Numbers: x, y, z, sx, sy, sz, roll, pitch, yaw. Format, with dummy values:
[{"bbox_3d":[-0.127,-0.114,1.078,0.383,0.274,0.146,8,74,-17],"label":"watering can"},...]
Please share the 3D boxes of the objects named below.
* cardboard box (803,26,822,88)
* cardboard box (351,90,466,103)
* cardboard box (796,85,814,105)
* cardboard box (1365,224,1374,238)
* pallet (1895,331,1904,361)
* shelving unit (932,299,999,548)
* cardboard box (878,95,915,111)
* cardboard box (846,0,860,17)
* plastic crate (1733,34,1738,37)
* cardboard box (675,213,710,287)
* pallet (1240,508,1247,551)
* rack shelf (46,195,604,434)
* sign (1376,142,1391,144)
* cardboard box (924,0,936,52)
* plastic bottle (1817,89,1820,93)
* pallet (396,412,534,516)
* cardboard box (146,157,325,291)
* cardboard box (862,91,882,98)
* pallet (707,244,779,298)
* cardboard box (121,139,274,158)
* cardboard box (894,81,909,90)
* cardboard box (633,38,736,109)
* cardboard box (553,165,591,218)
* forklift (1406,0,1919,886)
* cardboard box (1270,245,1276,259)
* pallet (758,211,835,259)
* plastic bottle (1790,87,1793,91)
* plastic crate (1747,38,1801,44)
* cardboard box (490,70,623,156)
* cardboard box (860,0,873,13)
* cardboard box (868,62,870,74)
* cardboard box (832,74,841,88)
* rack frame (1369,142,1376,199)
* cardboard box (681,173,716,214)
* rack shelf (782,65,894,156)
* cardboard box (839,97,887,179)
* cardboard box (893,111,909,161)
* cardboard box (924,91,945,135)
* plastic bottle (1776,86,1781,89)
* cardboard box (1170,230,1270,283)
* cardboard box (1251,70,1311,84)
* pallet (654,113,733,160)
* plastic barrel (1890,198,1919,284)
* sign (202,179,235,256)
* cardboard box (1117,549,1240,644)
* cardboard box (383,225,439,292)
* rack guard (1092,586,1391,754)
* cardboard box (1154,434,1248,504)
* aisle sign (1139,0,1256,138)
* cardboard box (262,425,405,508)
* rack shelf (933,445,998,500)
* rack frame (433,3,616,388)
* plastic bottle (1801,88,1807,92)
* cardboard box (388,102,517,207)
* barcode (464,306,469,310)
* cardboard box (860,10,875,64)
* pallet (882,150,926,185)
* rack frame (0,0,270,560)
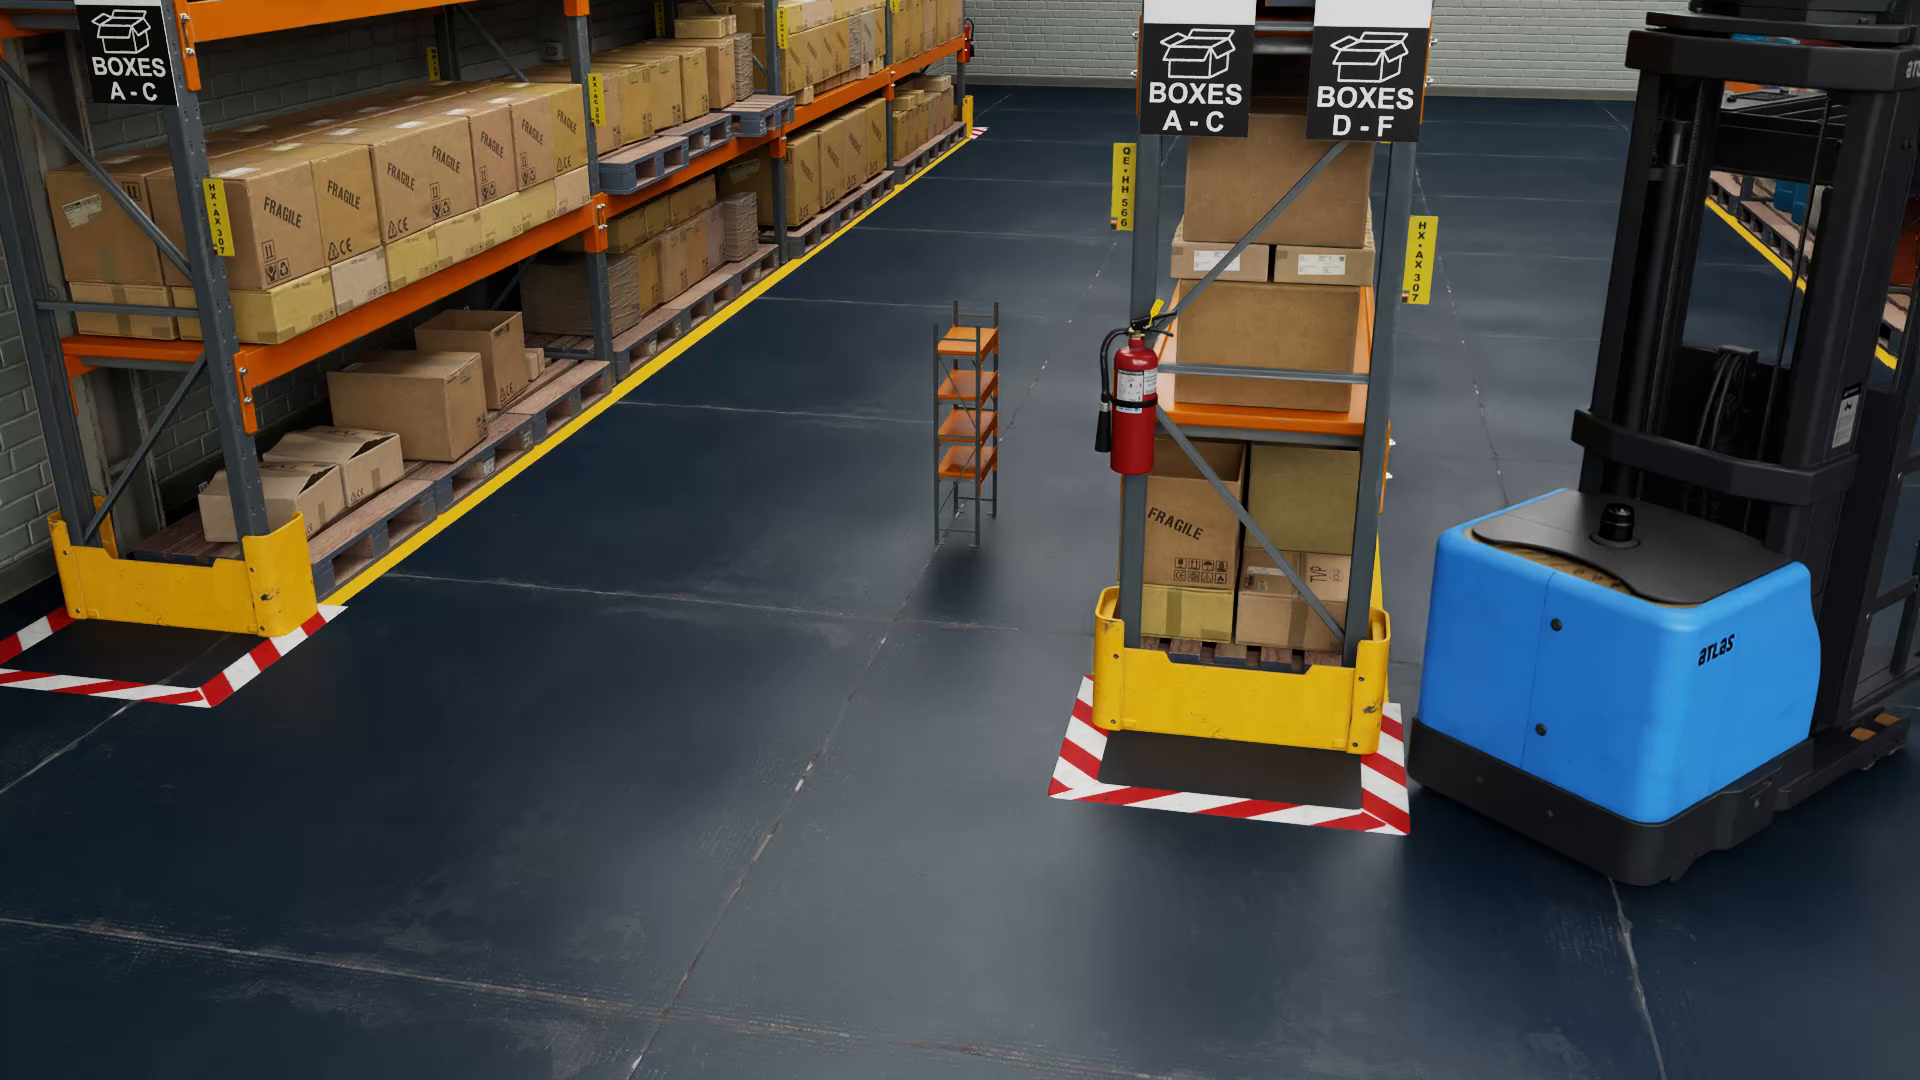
[{"bbox_3d":[-1.599,-4.483,15.410,0.500,0.500,0.500,5,23,13],"label":"cardboard box"},{"bbox_3d":[-3.290,-2.420,10.017,0.500,0.500,0.500,4,22,11],"label":"cardboard box"},{"bbox_3d":[-1.574,-4.118,15.373,0.380,0.149,0.250,5,23,13],"label":"cardboard box"},{"bbox_3d":[1.495,-1.209,6.839,0.380,0.149,0.250,4,22,10],"label":"cardboard box"},{"bbox_3d":[7.187,-1.166,11.467,1.003,0.211,1.213,4,22,11],"label":"pallet"},{"bbox_3d":[0.034,-0.617,8.780,0.258,1.200,0.503,4,22,11],"label":"shelving unit"},{"bbox_3d":[-0.747,-5.116,19.458,0.380,0.149,0.250,5,23,13],"label":"cardboard box"},{"bbox_3d":[-1.311,-5.381,16.638,0.500,0.250,0.500,5,22,12],"label":"cardboard box"},{"bbox_3d":[8.759,-5.755,19.272,0.416,0.233,0.300,4,22,11],"label":"plastic crate"},{"bbox_3d":[-2.453,-2.354,13.441,0.700,0.500,0.500,4,22,11],"label":"cardboard box"},{"bbox_3d":[1.519,-0.072,8.751,1.003,0.211,1.213,4,22,11],"label":"pallet"},{"bbox_3d":[-3.289,-1.412,9.308,1.077,0.370,4.000,4,22,11],"label":"rack shelf"},{"bbox_3d":[2.513,-2.498,9.775,0.100,0.325,0.005,4,22,11],"label":"sign"},{"bbox_3d":[-0.829,-6.273,20.012,0.980,0.700,0.700,3,22,8],"label":"cardboard box"},{"bbox_3d":[7.676,-3.949,14.815,0.097,0.271,0.097,0,22,0],"label":"plastic bottle"},{"bbox_3d":[-3.230,-0.488,9.783,1.003,0.211,1.213,4,22,11],"label":"pallet"},{"bbox_3d":[-3.305,-1.454,7.618,0.500,0.500,0.500,4,22,11],"label":"cardboard box"},{"bbox_3d":[-1.061,-5.256,19.805,0.380,0.149,0.250,4,22,9],"label":"cardboard box"},{"bbox_3d":[-2.225,-2.361,14.433,1.003,0.211,1.213,4,22,11],"label":"pallet"},{"bbox_3d":[-3.697,-1.674,8.165,0.500,0.500,0.500,5,22,12],"label":"cardboard box"},{"bbox_3d":[-0.853,-5.630,20.732,0.380,0.149,0.250,5,22,12],"label":"cardboard box"},{"bbox_3d":[-2.238,-3.811,13.580,0.700,0.500,0.500,2,22,6],"label":"cardboard box"},{"bbox_3d":[-2.681,-2.221,10.526,0.500,0.250,0.500,5,22,11],"label":"cardboard box"},{"bbox_3d":[3.204,-0.589,6.393,3.031,2.935,1.130,-16,27,-35],"label":"forklift"},{"bbox_3d":[1.363,-1.047,7.303,0.700,0.500,0.500,5,22,12],"label":"cardboard box"},{"bbox_3d":[-1.830,-2.929,15.844,1.003,0.211,1.213,4,22,11],"label":"pallet"},{"bbox_3d":[7.858,-4.274,15.622,0.097,0.271,0.097,0,22,0],"label":"plastic bottle"},{"bbox_3d":[8.212,-4.865,16.859,0.392,0.384,0.575,4,22,11],"label":"plastic crate"},{"bbox_3d":[-2.744,-2.911,11.344,0.700,0.500,0.500,5,22,11],"label":"cardboard box"},{"bbox_3d":[-1.207,-5.568,17.101,0.500,0.250,0.500,5,22,12],"label":"cardboard box"},{"bbox_3d":[-1.166,-4.965,17.476,0.380,0.149,0.250,5,23,13],"label":"cardboard box"},{"bbox_3d":[-1.408,-4.593,16.552,0.380,0.149,0.250,5,23,13],"label":"cardboard box"},{"bbox_3d":[1.969,-2.101,10.055,1.000,3.000,0.127,4,22,11],"label":"rack frame"},{"bbox_3d":[-2.338,-2.862,13.697,0.500,0.250,0.500,5,22,12],"label":"cardboard box"},{"bbox_3d":[-1.656,-4.338,16.572,1.077,0.370,4.000,4,22,11],"label":"rack shelf"},{"bbox_3d":[-1.254,-4.353,17.962,0.750,0.750,0.750,5,22,12],"label":"cardboard box"},{"bbox_3d":[-0.995,-4.704,19.302,0.700,0.500,0.500,5,22,12],"label":"cardboard box"},{"bbox_3d":[-0.579,-5.455,21.166,0.700,0.500,0.500,4,22,11],"label":"cardboard box"},{"bbox_3d":[7.931,-4.443,16.027,0.061,0.283,0.133,4,22,11],"label":"plastic bottle"},{"bbox_3d":[1.045,-1.140,6.666,0.380,0.149,0.250,4,22,10],"label":"cardboard box"},{"bbox_3d":[1.476,-1.853,7.568,0.700,0.500,0.500,5,22,11],"label":"cardboard box"},{"bbox_3d":[-2.428,-3.124,12.852,1.003,0.211,1.213,4,22,11],"label":"pallet"},{"bbox_3d":[7.717,-2.553,13.521,0.600,0.830,0.708,4,22,11],"label":"plastic barrel"},{"bbox_3d":[-3.166,-1.375,7.093,0.100,0.325,0.005,4,22,11],"label":"sign"},{"bbox_3d":[0.973,0.224,7.401,0.500,0.250,0.500,4,22,11],"label":"cardboard box"},{"bbox_3d":[-3.085,-1.485,8.700,0.500,0.250,0.500,4,22,10],"label":"cardboard box"},{"bbox_3d":[1.148,0.530,6.868,1.175,0.500,0.348,4,22,11],"label":"rack guard"},{"bbox_3d":[1.161,-0.491,8.172,0.500,0.500,0.500,4,22,11],"label":"cardboard box"},{"bbox_3d":[0.852,-1.842,5.933,0.394,0.787,0.004,4,22,11],"label":"aisle sign"},{"bbox_3d":[-3.351,-0.426,8.906,0.500,0.311,0.500,6,23,15],"label":"cardboard box"},{"bbox_3d":[0.034,-0.371,8.879,0.258,0.148,0.480,4,22,11],"label":"rack shelf"},{"bbox_3d":[-2.881,-2.477,10.989,1.000,3.000,0.127,4,22,11],"label":"rack frame"},{"bbox_3d":[7.794,-4.111,15.213,0.152,0.276,0.135,4,22,11],"label":"plastic bottle"},{"bbox_3d":[-2.884,-2.202,9.476,0.500,0.500,0.500,4,22,9],"label":"cardboard box"},{"bbox_3d":[-3.226,-1.491,10.869,0.001,0.075,0.075,4,22,11],"label":"barcode"},{"bbox_3d":[-1.190,-5.221,17.244,0.500,0.500,0.500,5,22,11],"label":"cardboard box"},{"bbox_3d":[-1.017,-4.382,19.451,1.003,0.211,1.213,4,22,11],"label":"pallet"},{"bbox_3d":[-3.697,-1.014,7.357,1.000,3.000,0.127,4,22,11],"label":"rack frame"}]
